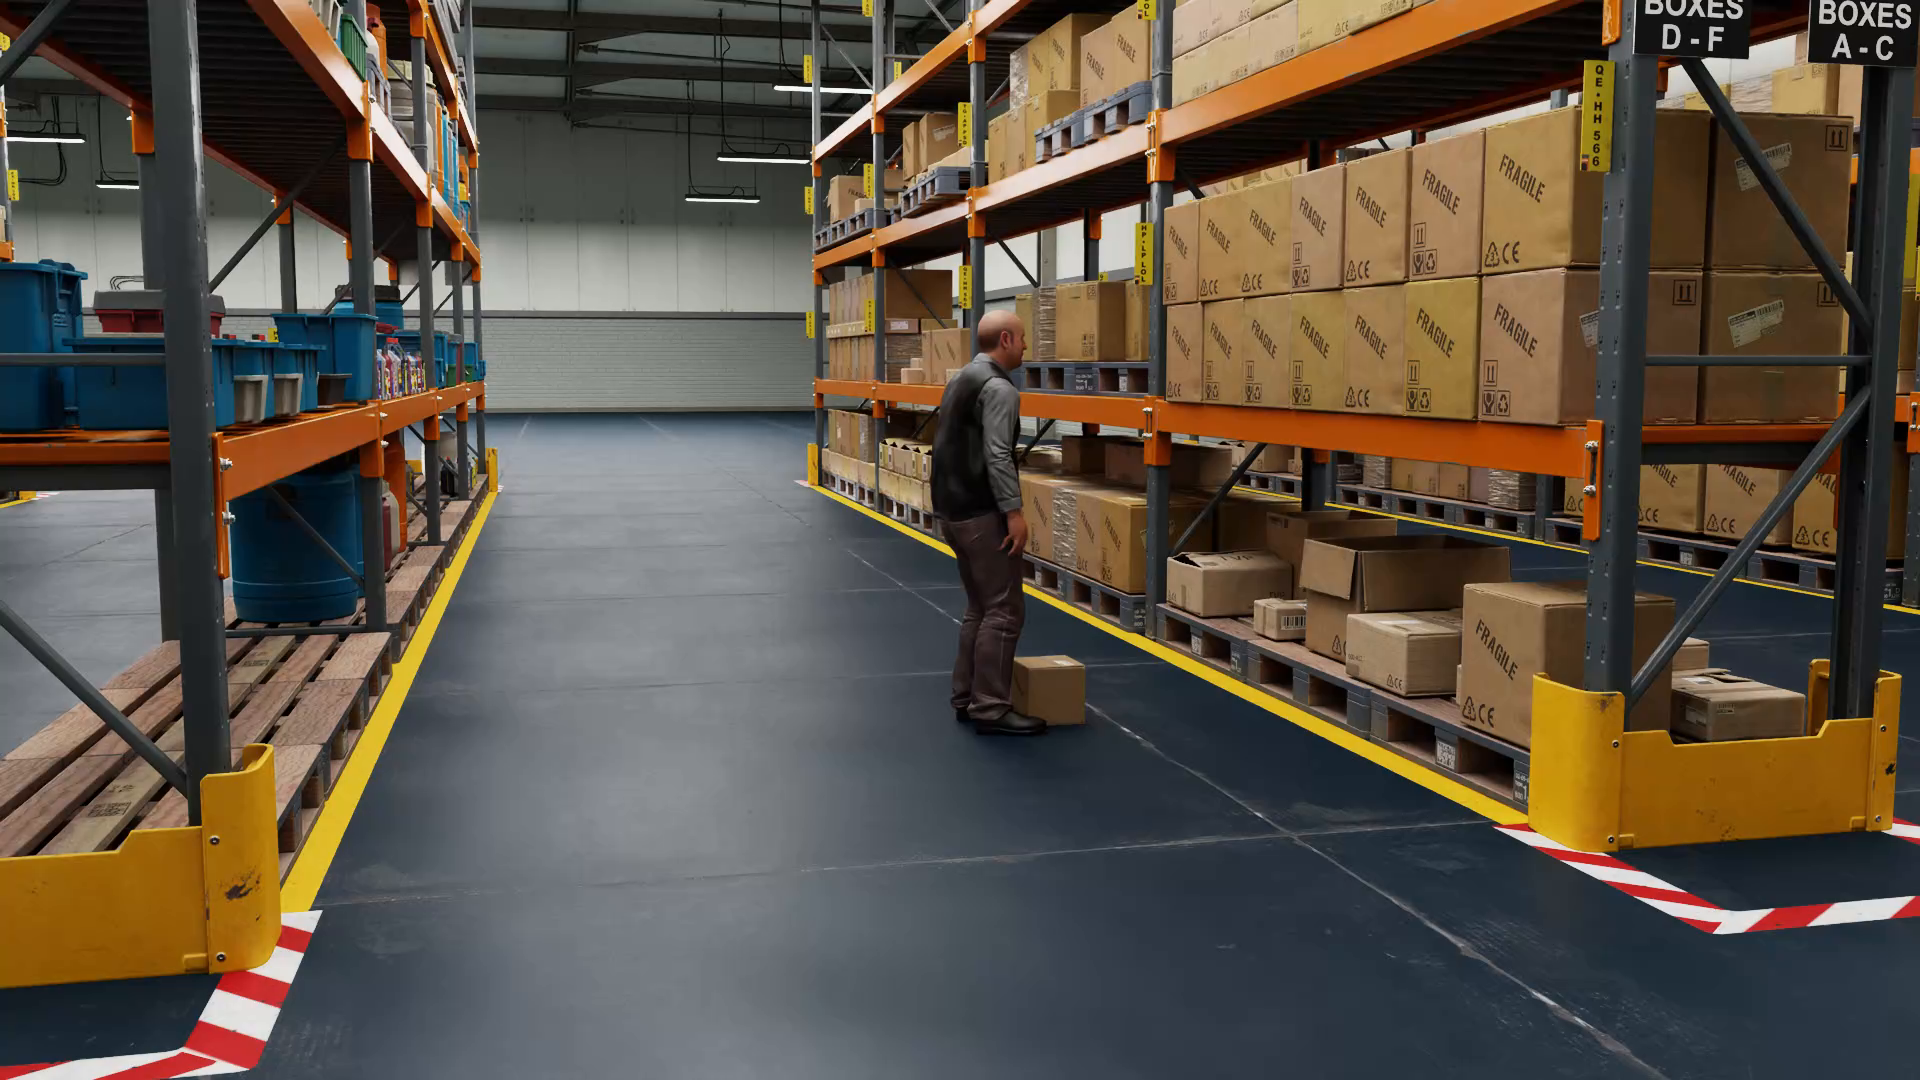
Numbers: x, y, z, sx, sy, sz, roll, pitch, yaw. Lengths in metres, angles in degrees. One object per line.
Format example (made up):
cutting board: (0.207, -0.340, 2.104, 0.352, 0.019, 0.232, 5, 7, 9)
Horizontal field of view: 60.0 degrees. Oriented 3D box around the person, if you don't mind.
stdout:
person: (0.096, -0.087, 6.877, 0.418, 1.721, 0.593, -2, 6, -17)
